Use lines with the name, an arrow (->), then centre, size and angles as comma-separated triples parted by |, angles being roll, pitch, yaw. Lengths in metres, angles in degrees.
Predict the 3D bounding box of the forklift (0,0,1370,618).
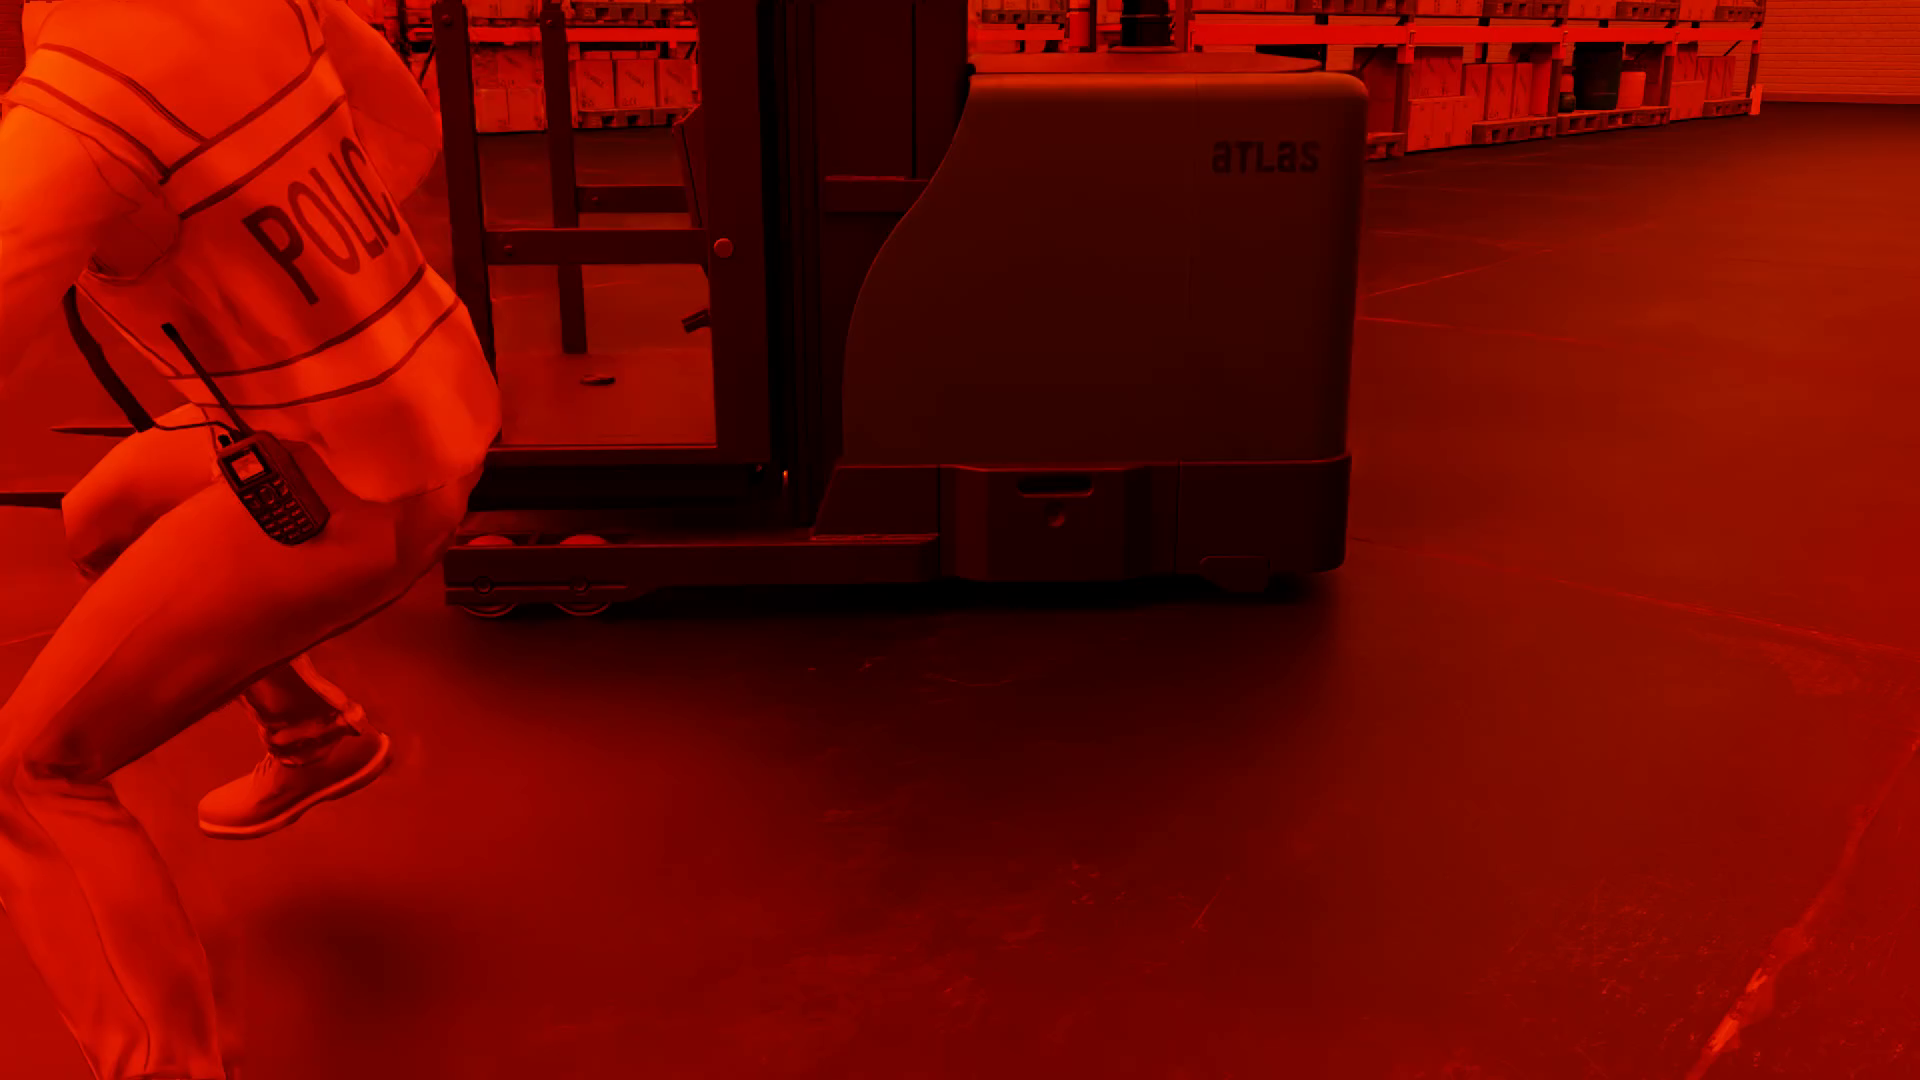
forklift -> -0.708, -1.400, 3.508 | 3.031, 2.935, 1.130 | -1, 17, -2

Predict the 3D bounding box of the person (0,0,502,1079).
person -> -0.862, -0.081, 1.776 | 0.658, 1.466, 0.842 | 1, 17, 2
